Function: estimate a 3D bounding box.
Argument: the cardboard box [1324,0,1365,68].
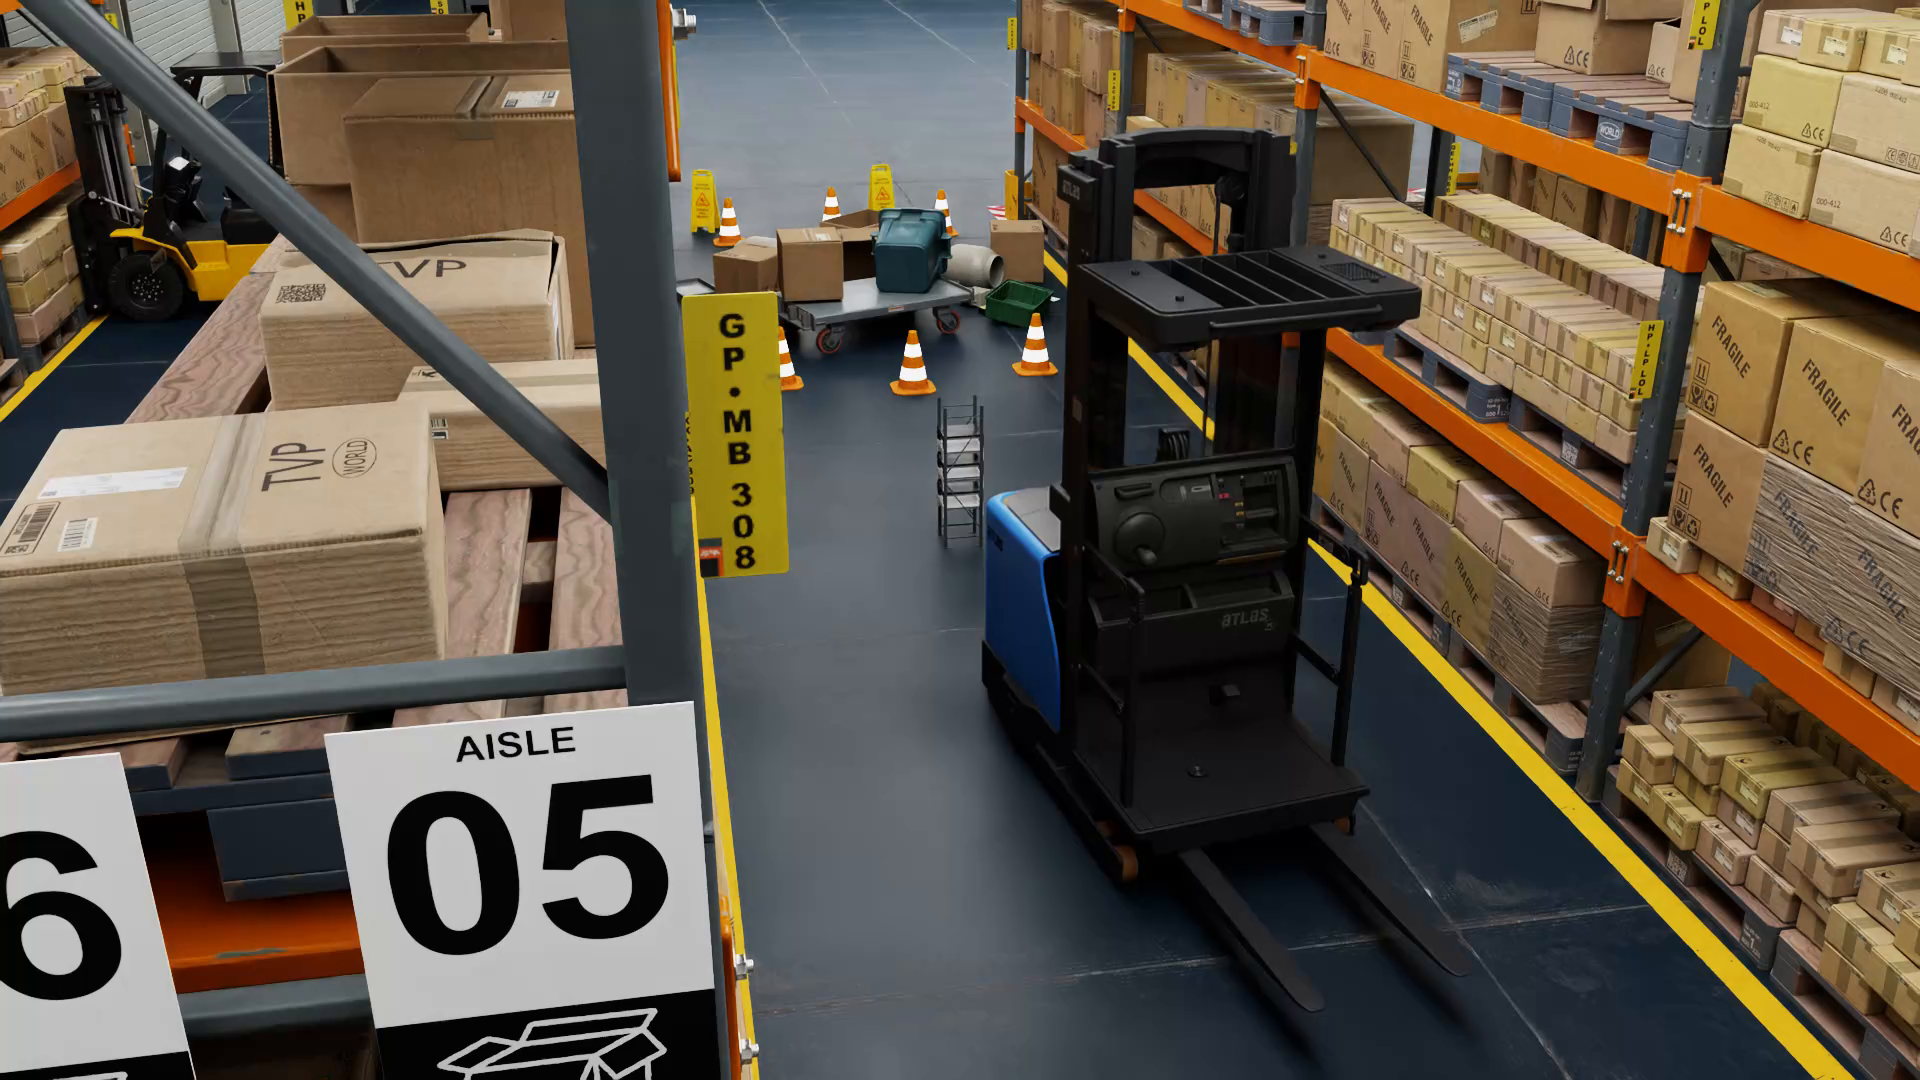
[{"bbox_3d":[2.421,-2.988,9.472,0.500,0.500,0.500,-4,24,-10],"label":"cardboard box"}]

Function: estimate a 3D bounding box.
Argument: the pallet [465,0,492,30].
[{"bbox_3d":[-2.804,-3.610,11.254,1.213,0.211,1.003,-4,24,-10],"label":"pallet"}]

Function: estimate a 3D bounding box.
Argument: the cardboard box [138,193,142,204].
[{"bbox_3d":[-8.228,-3.177,16.063,0.500,0.250,0.500,-5,24,-10],"label":"cardboard box"}]

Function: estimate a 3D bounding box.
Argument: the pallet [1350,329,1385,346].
[{"bbox_3d":[2.814,-1.452,10.066,1.213,0.211,1.003,-4,24,-10],"label":"pallet"}]

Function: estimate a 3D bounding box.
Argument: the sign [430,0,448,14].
[{"bbox_3d":[-2.802,-2.978,8.928,0.100,0.325,0.005,-4,24,-10],"label":"sign"}]

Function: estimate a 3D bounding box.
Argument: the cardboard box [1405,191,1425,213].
[{"bbox_3d":[2.760,-2.055,11.081,0.500,0.500,0.500,-4,24,-9],"label":"cardboard box"}]

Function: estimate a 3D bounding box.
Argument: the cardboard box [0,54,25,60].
[{"bbox_3d":[-8.695,-4.307,15.057,0.380,0.149,0.250,-4,24,-9],"label":"cardboard box"}]

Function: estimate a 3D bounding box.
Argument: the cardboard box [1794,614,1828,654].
[{"bbox_3d":[3.314,0.316,6.092,0.380,0.149,0.250,-5,24,-12],"label":"cardboard box"}]

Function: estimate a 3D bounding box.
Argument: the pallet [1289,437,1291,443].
[{"bbox_3d":[2.506,-0.850,11.932,1.003,0.211,1.213,-4,24,-10],"label":"pallet"}]

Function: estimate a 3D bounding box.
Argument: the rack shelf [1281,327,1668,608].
[{"bbox_3d":[2.947,-0.696,8.994,1.077,0.370,4.000,-4,24,-10],"label":"rack shelf"}]

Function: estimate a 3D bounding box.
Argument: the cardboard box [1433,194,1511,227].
[{"bbox_3d":[3.118,-2.003,10.135,0.380,0.149,0.250,-5,24,-12],"label":"cardboard box"}]

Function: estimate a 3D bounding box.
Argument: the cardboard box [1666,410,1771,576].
[{"bbox_3d":[3.161,-0.207,6.481,0.500,0.500,0.500,-5,24,-11],"label":"cardboard box"}]

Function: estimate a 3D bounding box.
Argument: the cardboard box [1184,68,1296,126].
[{"bbox_3d":[2.125,-3.294,12.669,0.700,0.500,0.500,-4,24,-9],"label":"cardboard box"}]

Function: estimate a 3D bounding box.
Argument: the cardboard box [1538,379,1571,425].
[{"bbox_3d":[2.956,-0.658,7.798,0.380,0.149,0.250,-4,24,-10],"label":"cardboard box"}]

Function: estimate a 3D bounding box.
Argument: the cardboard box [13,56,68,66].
[{"bbox_3d":[-8.228,-4.239,14.901,0.380,0.149,0.250,-4,24,-9],"label":"cardboard box"}]

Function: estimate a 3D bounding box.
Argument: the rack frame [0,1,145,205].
[{"bbox_3d":[-8.625,-4.184,16.082,1.000,3.000,0.127,-4,24,-10],"label":"rack frame"}]

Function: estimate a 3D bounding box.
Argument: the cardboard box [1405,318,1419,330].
[{"bbox_3d":[2.664,-1.276,9.214,0.380,0.149,0.250,-4,24,-8],"label":"cardboard box"}]

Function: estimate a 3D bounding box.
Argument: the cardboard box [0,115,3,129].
[{"bbox_3d":[-7.811,-3.301,13.124,0.380,0.149,0.250,-4,24,-10],"label":"cardboard box"}]

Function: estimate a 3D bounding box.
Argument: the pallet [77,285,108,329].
[{"bbox_3d":[-8.221,-2.130,14.862,1.003,0.211,1.213,-4,24,-10],"label":"pallet"}]

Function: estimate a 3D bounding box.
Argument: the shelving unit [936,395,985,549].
[{"bbox_3d":[0.001,-0.409,10.063,0.258,0.900,0.210,-4,24,-10],"label":"shelving unit"}]

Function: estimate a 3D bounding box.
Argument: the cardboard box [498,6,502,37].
[{"bbox_3d":[-2.051,-2.883,8.703,0.797,0.503,0.637,-6,24,-13],"label":"cardboard box"}]

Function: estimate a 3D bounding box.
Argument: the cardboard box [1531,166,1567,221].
[{"bbox_3d":[6.331,-3.606,17.357,0.500,0.500,0.500,-2,24,-5],"label":"cardboard box"}]

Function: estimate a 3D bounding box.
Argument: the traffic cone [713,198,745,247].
[{"bbox_3d":[-2.401,-3.317,17.266,0.336,0.463,0.334,-4,24,-10],"label":"traffic cone"}]

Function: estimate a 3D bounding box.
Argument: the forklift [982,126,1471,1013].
[{"bbox_3d":[1.066,-0.088,6.788,1.130,2.935,3.031,-8,25,-17],"label":"forklift"}]

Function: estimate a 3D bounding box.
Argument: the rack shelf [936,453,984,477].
[{"bbox_3d":[0.001,-0.461,10.040,0.258,0.077,0.200,-4,24,-10],"label":"rack shelf"}]

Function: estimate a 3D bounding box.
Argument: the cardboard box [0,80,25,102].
[{"bbox_3d":[-7.867,-3.642,13.534,0.380,0.149,0.250,-5,24,-11],"label":"cardboard box"}]

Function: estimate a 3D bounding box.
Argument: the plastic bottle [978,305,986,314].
[{"bbox_3d":[0.303,-2.036,14.835,0.133,0.061,0.283,-19,30,-37],"label":"plastic bottle"}]

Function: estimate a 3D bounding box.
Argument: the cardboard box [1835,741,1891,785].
[{"bbox_3d":[3.778,0.918,6.694,0.380,0.149,0.250,-5,24,-10],"label":"cardboard box"}]

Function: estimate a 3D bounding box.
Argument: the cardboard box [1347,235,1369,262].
[{"bbox_3d":[2.522,-1.714,9.845,0.380,0.149,0.250,-3,24,-7],"label":"cardboard box"}]

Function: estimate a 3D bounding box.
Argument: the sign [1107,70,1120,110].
[{"bbox_3d":[1.292,-3.777,13.969,0.100,0.325,0.005,-4,24,-10],"label":"sign"}]

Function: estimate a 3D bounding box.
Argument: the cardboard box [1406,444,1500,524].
[{"bbox_3d":[2.737,-0.314,8.882,0.500,0.250,0.500,-5,24,-12],"label":"cardboard box"}]

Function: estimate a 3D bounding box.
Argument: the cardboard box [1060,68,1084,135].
[{"bbox_3d":[1.453,-4.235,16.012,0.875,0.550,0.500,-4,24,-10],"label":"cardboard box"}]

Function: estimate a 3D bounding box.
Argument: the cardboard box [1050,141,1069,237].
[{"bbox_3d":[1.453,-3.570,16.806,0.875,0.875,0.875,-5,24,-11],"label":"cardboard box"}]

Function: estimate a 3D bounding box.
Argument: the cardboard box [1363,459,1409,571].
[{"bbox_3d":[2.653,-0.163,9.474,0.500,0.500,0.500,-5,24,-11],"label":"cardboard box"}]

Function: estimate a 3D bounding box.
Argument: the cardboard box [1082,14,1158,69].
[{"bbox_3d":[1.623,-4.527,15.331,0.875,0.550,0.550,-4,24,-10],"label":"cardboard box"}]

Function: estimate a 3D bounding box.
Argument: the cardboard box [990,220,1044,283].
[{"bbox_3d":[0.542,-2.776,15.978,0.500,0.500,0.500,0,24,-1],"label":"cardboard box"}]

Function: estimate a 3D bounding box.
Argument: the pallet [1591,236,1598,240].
[{"bbox_3d":[6.343,-3.177,17.261,1.003,0.211,1.213,-4,24,-10],"label":"pallet"}]

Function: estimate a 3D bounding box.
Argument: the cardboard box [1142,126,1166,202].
[{"bbox_3d":[1.765,-3.006,13.260,0.500,0.500,0.500,-4,24,-9],"label":"cardboard box"}]

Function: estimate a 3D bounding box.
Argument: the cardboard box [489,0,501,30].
[{"bbox_3d":[-2.434,-3.200,9.957,0.700,0.500,0.500,-4,24,-10],"label":"cardboard box"}]

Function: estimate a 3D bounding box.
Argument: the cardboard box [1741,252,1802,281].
[{"bbox_3d":[6.997,-2.117,13.922,0.700,0.500,0.500,-6,24,-14],"label":"cardboard box"}]

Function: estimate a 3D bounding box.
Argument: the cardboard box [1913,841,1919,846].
[{"bbox_3d":[3.833,1.254,6.298,0.380,0.149,0.250,-4,24,-8],"label":"cardboard box"}]

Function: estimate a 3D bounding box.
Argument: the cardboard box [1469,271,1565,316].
[{"bbox_3d":[2.811,-1.245,8.399,0.380,0.149,0.250,-5,24,-12],"label":"cardboard box"}]

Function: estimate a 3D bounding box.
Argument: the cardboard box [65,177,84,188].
[{"bbox_3d":[-8.134,-3.216,15.527,0.500,0.250,0.500,-4,24,-9],"label":"cardboard box"}]

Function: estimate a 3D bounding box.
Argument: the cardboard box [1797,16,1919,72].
[{"bbox_3d":[3.150,-1.715,5.745,0.380,0.149,0.250,-5,24,-12],"label":"cardboard box"}]

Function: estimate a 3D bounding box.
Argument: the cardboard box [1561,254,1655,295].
[{"bbox_3d":[3.403,-1.392,8.735,0.380,0.149,0.250,-4,24,-8],"label":"cardboard box"}]

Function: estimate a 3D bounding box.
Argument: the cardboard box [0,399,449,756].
[{"bbox_3d":[-0.961,0.026,2.232,0.500,0.250,0.500,-7,24,-15],"label":"cardboard box"}]

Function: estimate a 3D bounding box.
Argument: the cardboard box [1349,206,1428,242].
[{"bbox_3d":[2.525,-1.860,9.808,0.380,0.149,0.250,-5,24,-11],"label":"cardboard box"}]

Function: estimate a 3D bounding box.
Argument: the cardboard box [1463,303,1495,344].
[{"bbox_3d":[2.802,-1.113,8.467,0.380,0.149,0.250,-4,24,-10],"label":"cardboard box"}]

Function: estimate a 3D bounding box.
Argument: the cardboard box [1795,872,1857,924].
[{"bbox_3d":[3.360,1.308,6.174,0.380,0.149,0.250,-3,24,-7],"label":"cardboard box"}]

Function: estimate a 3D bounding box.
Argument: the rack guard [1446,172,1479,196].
[{"bbox_3d":[6.005,-4.111,19.038,1.175,0.500,0.348,-4,24,-10],"label":"rack guard"}]

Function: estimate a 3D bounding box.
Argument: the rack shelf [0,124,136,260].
[{"bbox_3d":[-8.256,-3.068,14.425,1.077,0.370,4.000,-4,24,-10],"label":"rack shelf"}]

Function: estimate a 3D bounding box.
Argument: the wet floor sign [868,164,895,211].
[{"bbox_3d":[-0.853,-3.745,18.018,0.267,0.644,0.232,-9,25,-19],"label":"wet floor sign"}]

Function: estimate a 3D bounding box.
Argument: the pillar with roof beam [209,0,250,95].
[{"bbox_3d":[-7.371,-11.631,25.638,9.100,9.000,0.400,-4,24,-10],"label":"pillar with roof beam"}]

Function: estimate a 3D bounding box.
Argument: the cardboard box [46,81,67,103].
[{"bbox_3d":[-8.025,-3.909,14.516,0.380,0.149,0.250,-4,24,-9],"label":"cardboard box"}]

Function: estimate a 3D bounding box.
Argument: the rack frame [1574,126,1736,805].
[{"bbox_3d":[3.317,-0.239,7.049,1.000,3.000,0.127,-4,24,-10],"label":"rack frame"}]

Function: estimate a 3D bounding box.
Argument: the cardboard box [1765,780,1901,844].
[{"bbox_3d":[3.336,1.063,6.363,0.380,0.149,0.250,-5,24,-11],"label":"cardboard box"}]

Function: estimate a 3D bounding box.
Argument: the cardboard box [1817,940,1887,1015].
[{"bbox_3d":[3.348,1.550,5.991,0.380,0.149,0.250,-5,24,-11],"label":"cardboard box"}]

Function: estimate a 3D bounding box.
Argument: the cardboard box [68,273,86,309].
[{"bbox_3d":[-7.869,-2.157,14.352,0.500,0.250,0.500,-4,24,-9],"label":"cardboard box"}]

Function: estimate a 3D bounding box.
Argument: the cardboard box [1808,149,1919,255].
[{"bbox_3d":[3.245,-1.147,5.567,0.500,0.250,0.500,-5,24,-11],"label":"cardboard box"}]
